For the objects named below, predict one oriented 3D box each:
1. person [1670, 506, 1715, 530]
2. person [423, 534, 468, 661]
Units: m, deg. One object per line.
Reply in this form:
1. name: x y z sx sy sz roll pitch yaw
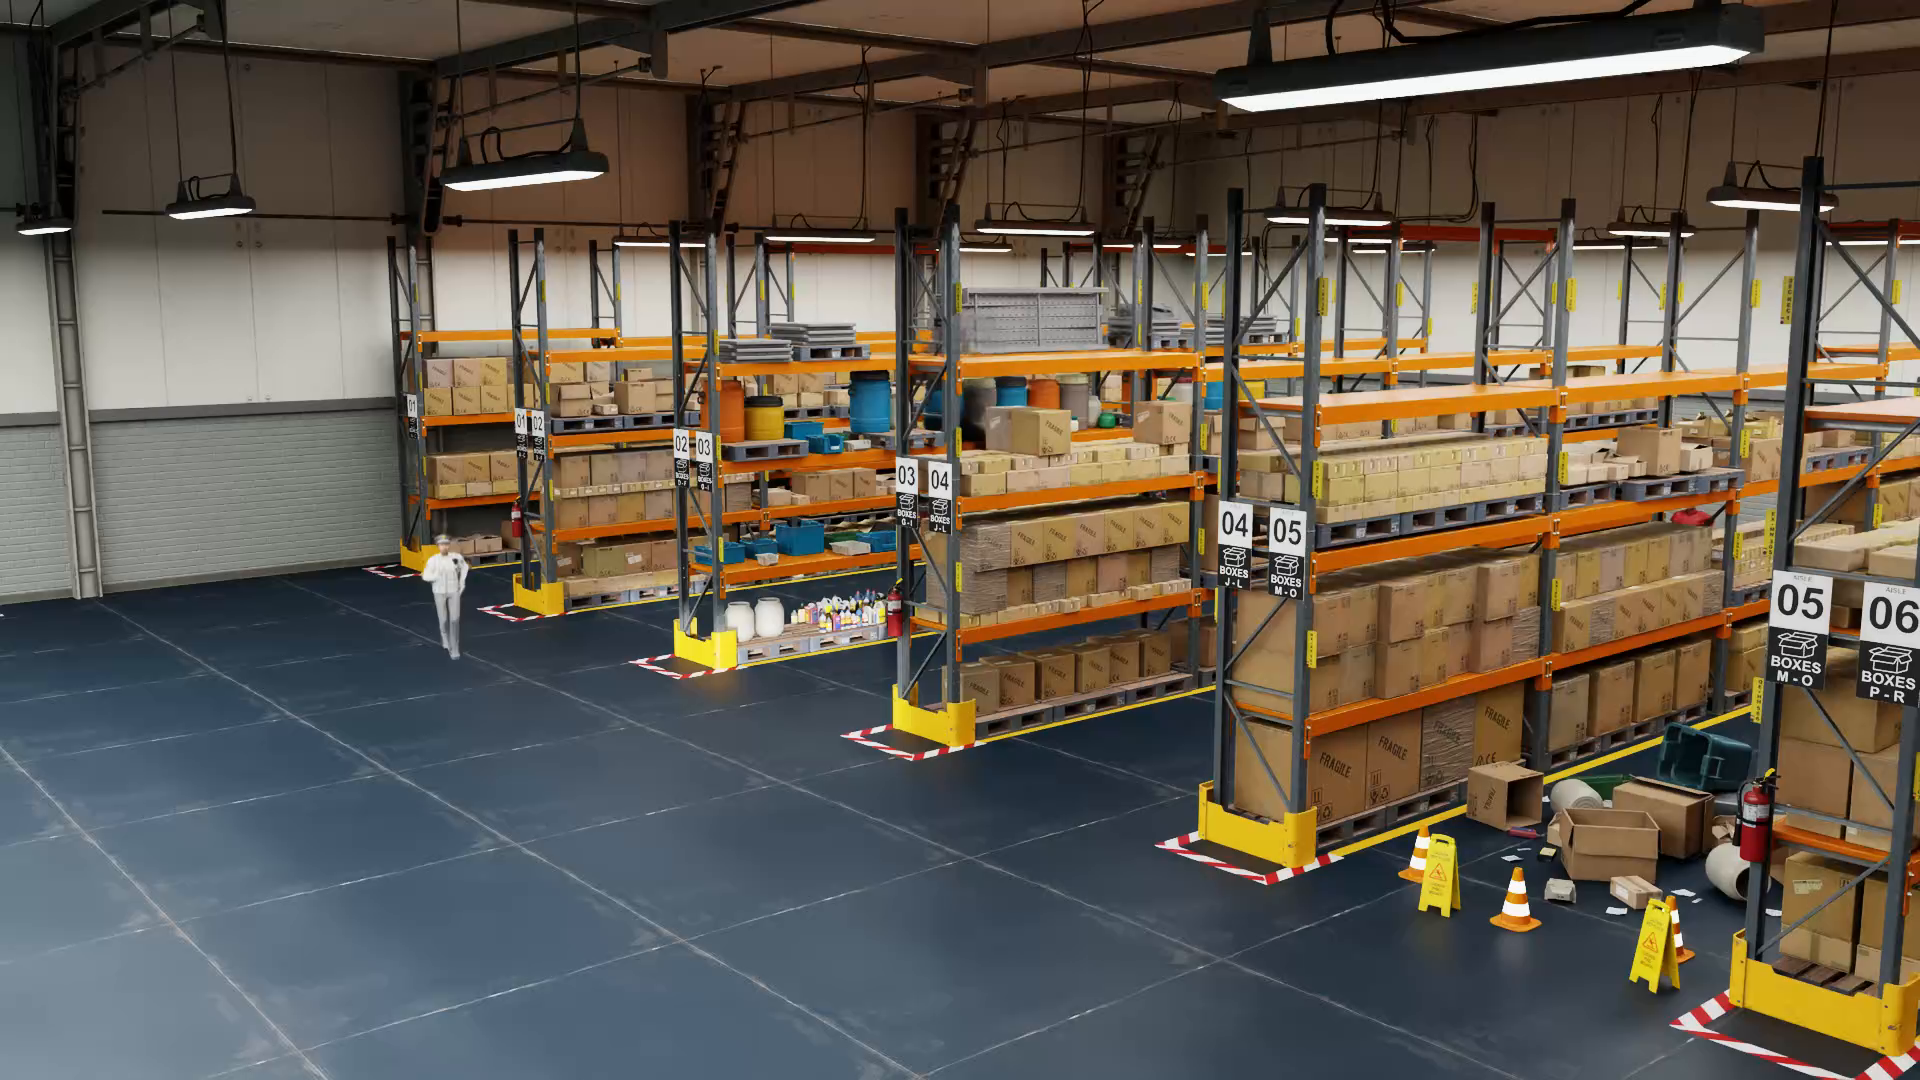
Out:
1. person: 11.833 0.166 27.035 0.635 1.784 0.774 8 12 41
2. person: -7.160 0.760 23.201 0.611 1.711 0.886 -3 9 -18
